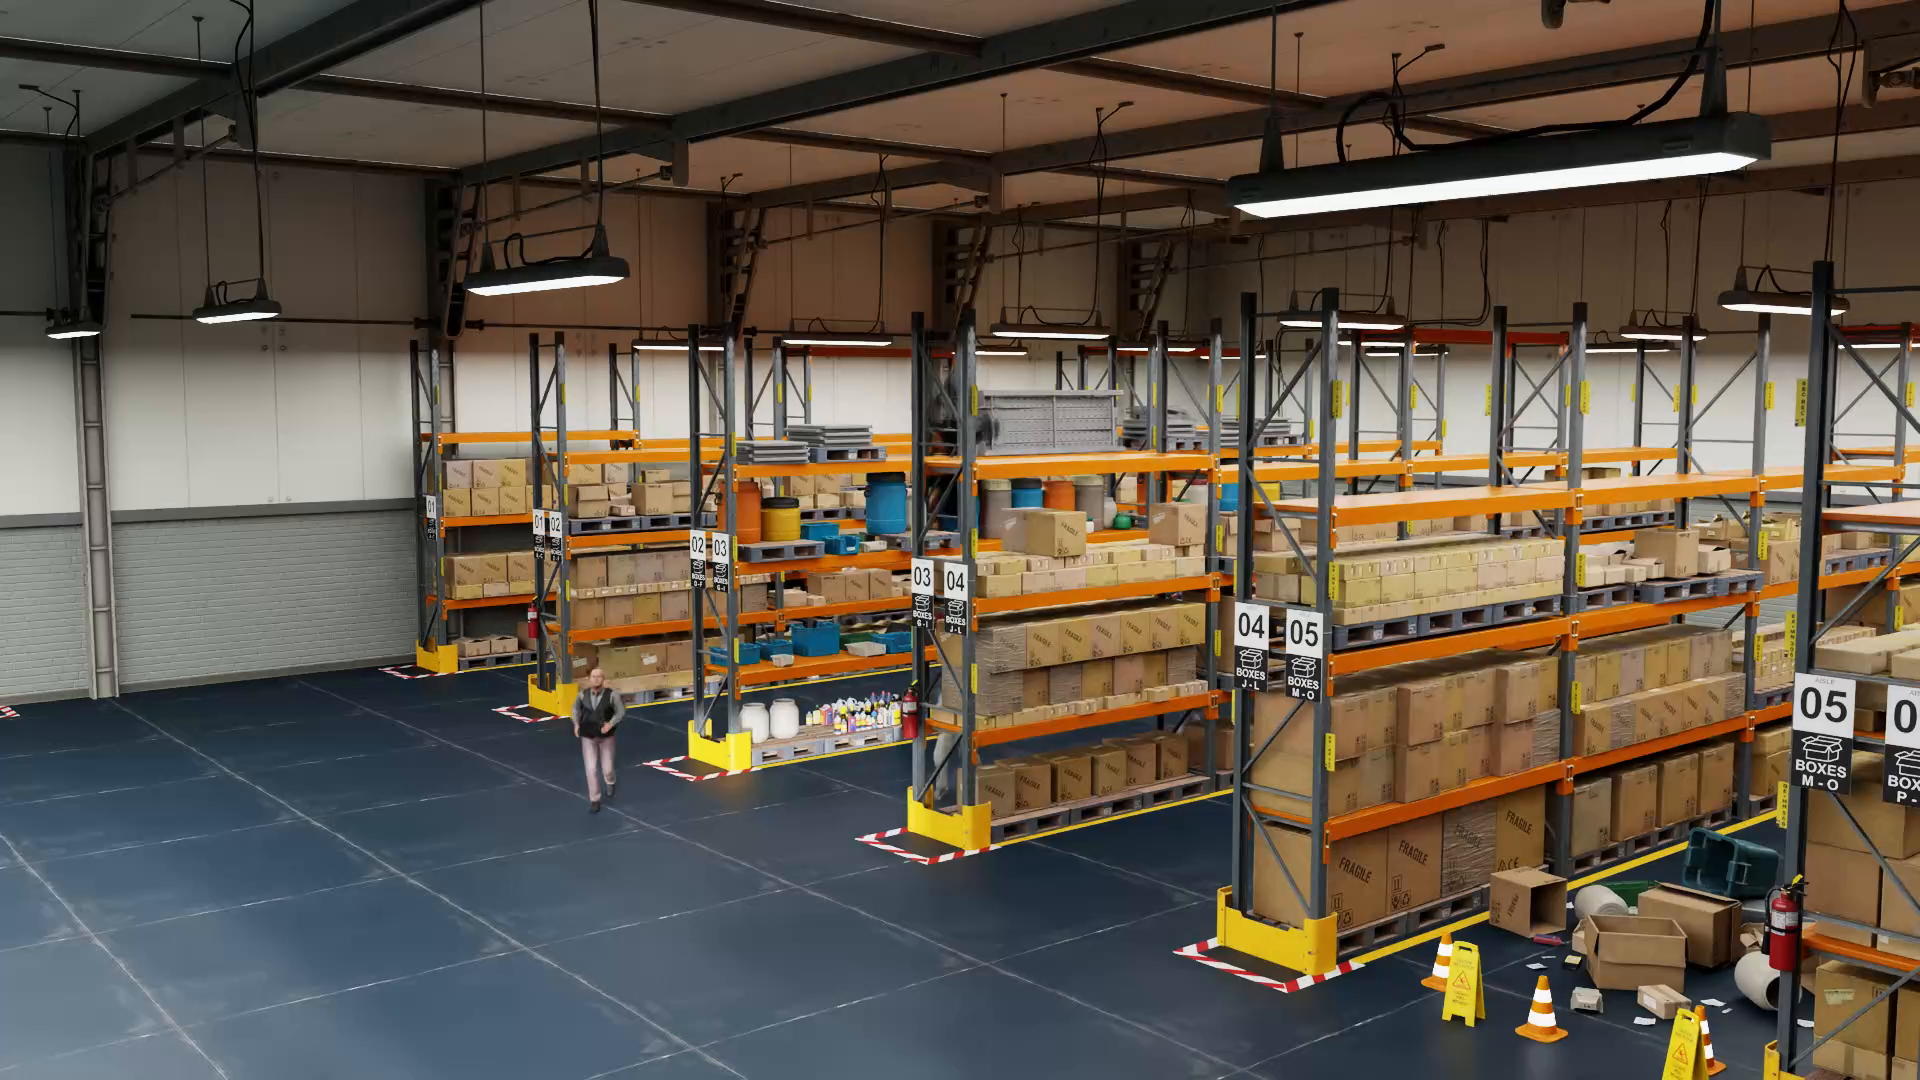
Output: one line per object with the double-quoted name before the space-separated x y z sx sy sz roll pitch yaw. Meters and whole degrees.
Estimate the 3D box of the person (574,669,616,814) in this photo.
"person" -4.474 2.426 20.417 0.554 1.716 0.786 0 5 -5

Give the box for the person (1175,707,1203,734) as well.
"person" 3.408 2.010 24.817 0.579 1.698 0.924 4 7 39

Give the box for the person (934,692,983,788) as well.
"person" 0.021 2.447 20.976 0.452 1.338 0.713 5 7 44

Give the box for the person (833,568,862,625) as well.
"person" -2.180 1.339 33.076 0.607 1.607 0.812 4 7 36
